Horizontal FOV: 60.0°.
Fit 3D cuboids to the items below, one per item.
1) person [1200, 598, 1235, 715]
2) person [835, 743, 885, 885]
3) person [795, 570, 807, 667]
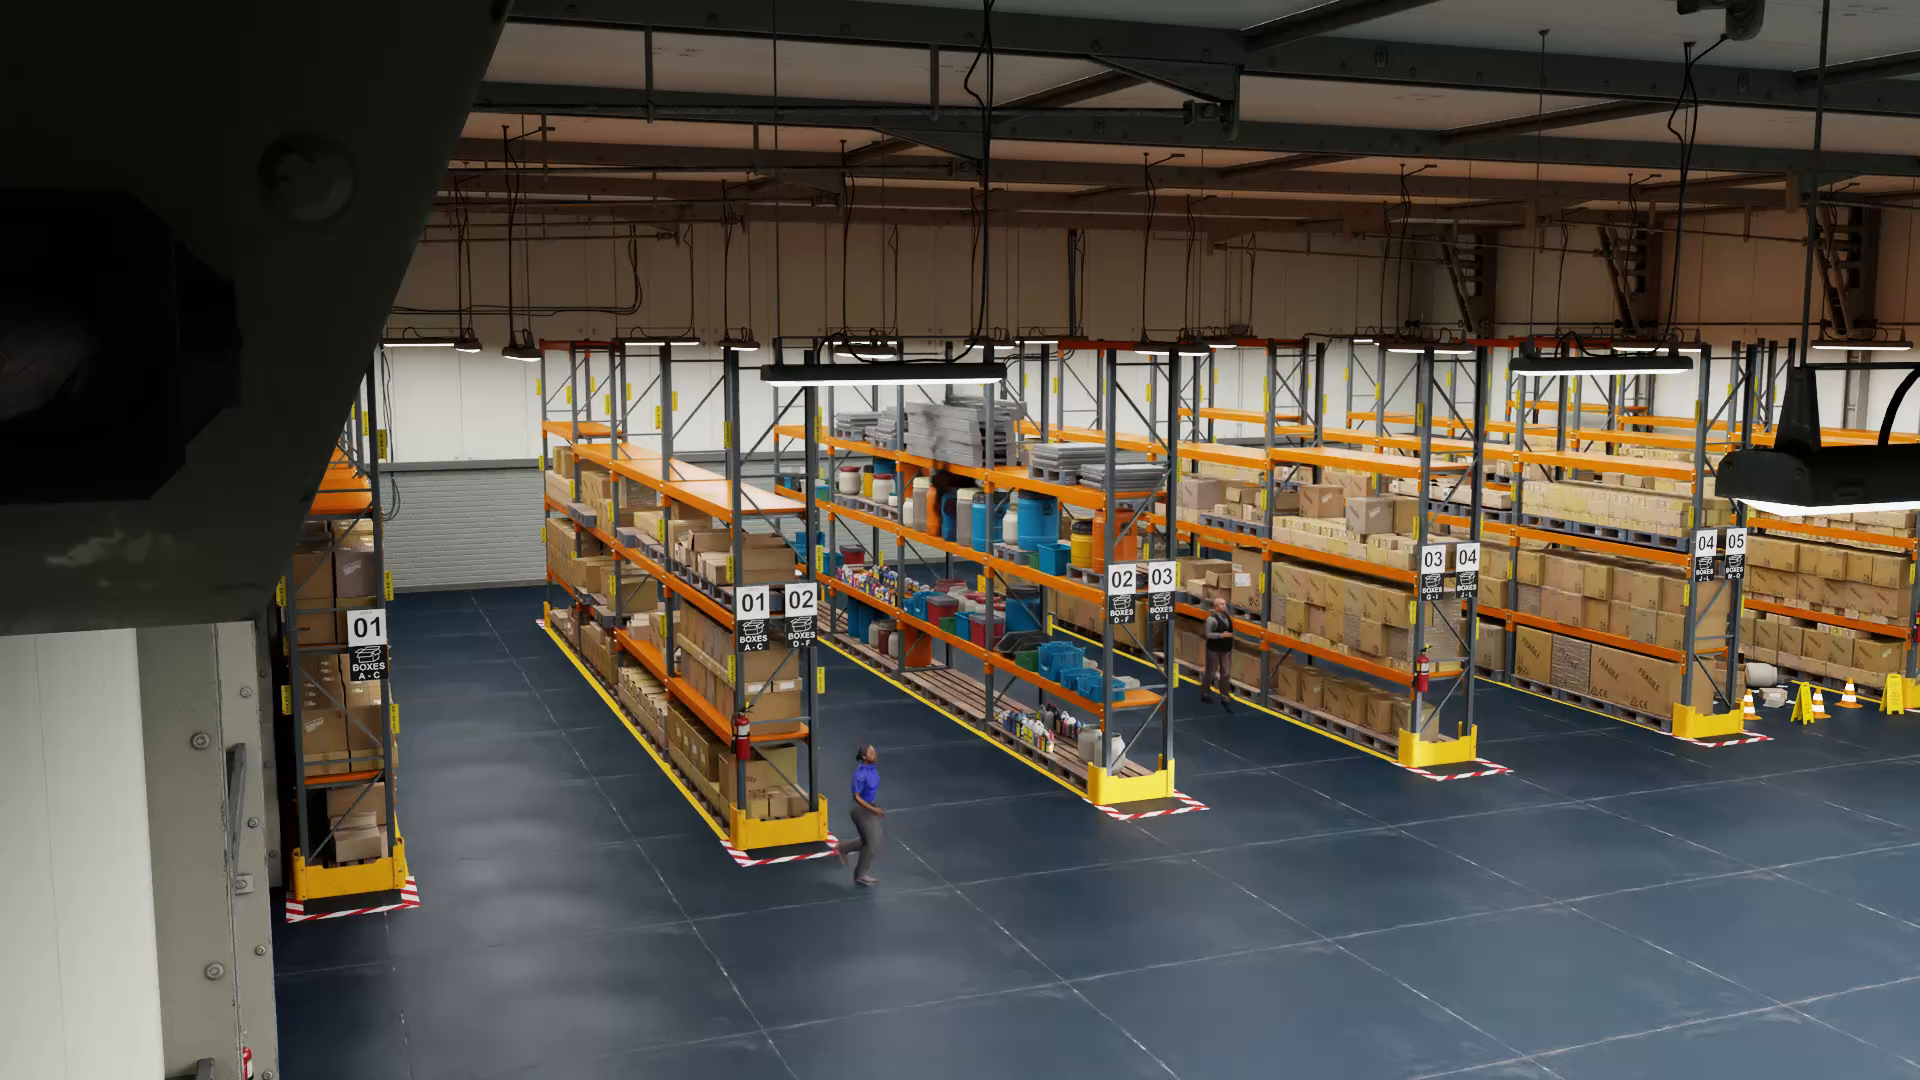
[{"bbox_3d":[4.091,1.812,26.157,0.649,1.826,0.714,-5,9,-33],"label":"person"},{"bbox_3d":[-1.123,3.099,18.900,0.630,1.615,0.603,1,8,11],"label":"person"},{"bbox_3d":[-2.829,1.399,29.297,0.678,1.754,0.558,-4,9,-30],"label":"person"}]
